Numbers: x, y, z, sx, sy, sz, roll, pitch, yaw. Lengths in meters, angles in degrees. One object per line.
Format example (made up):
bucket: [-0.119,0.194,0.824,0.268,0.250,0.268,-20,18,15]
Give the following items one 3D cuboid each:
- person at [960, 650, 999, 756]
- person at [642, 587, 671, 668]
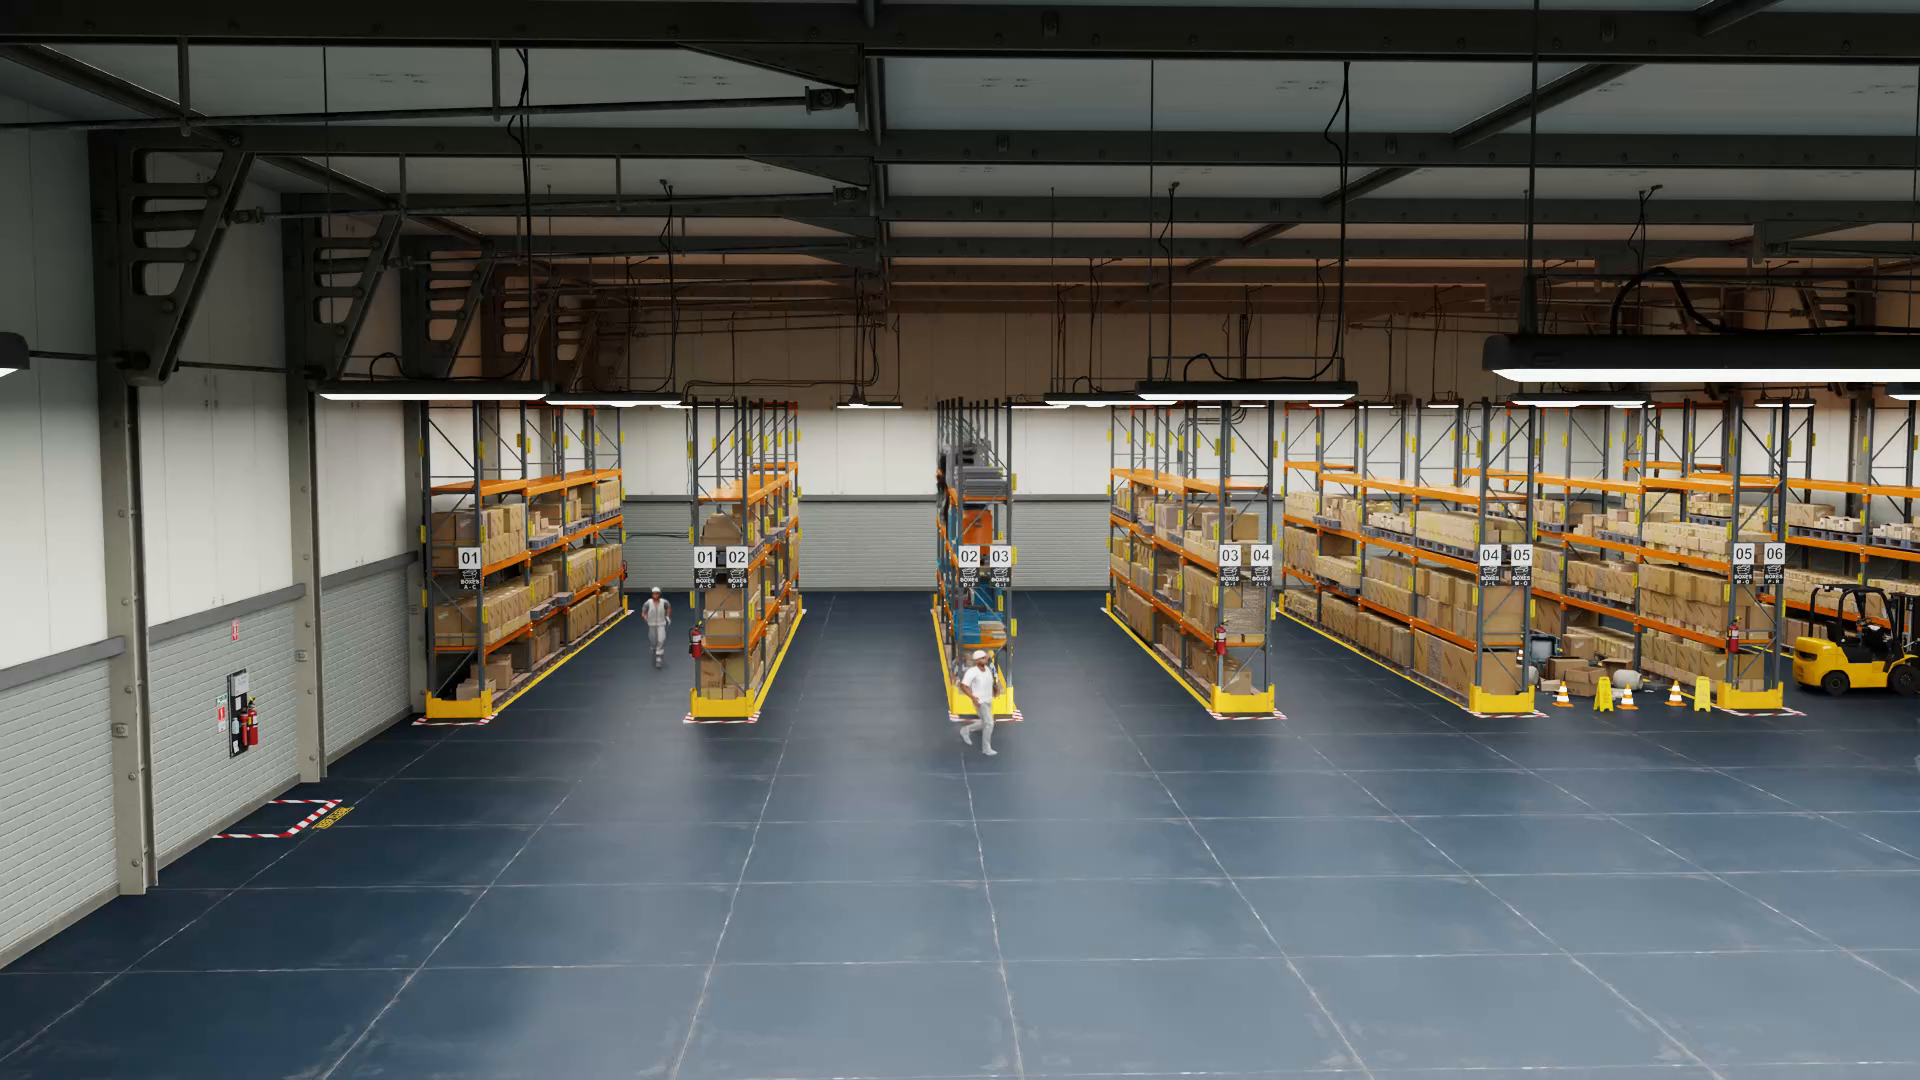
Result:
person: [0.322,2.710,27.866,0.751,1.754,0.692,3,5,32]
person: [-6.828,1.935,37.436,0.634,1.777,0.984,-1,4,-8]
